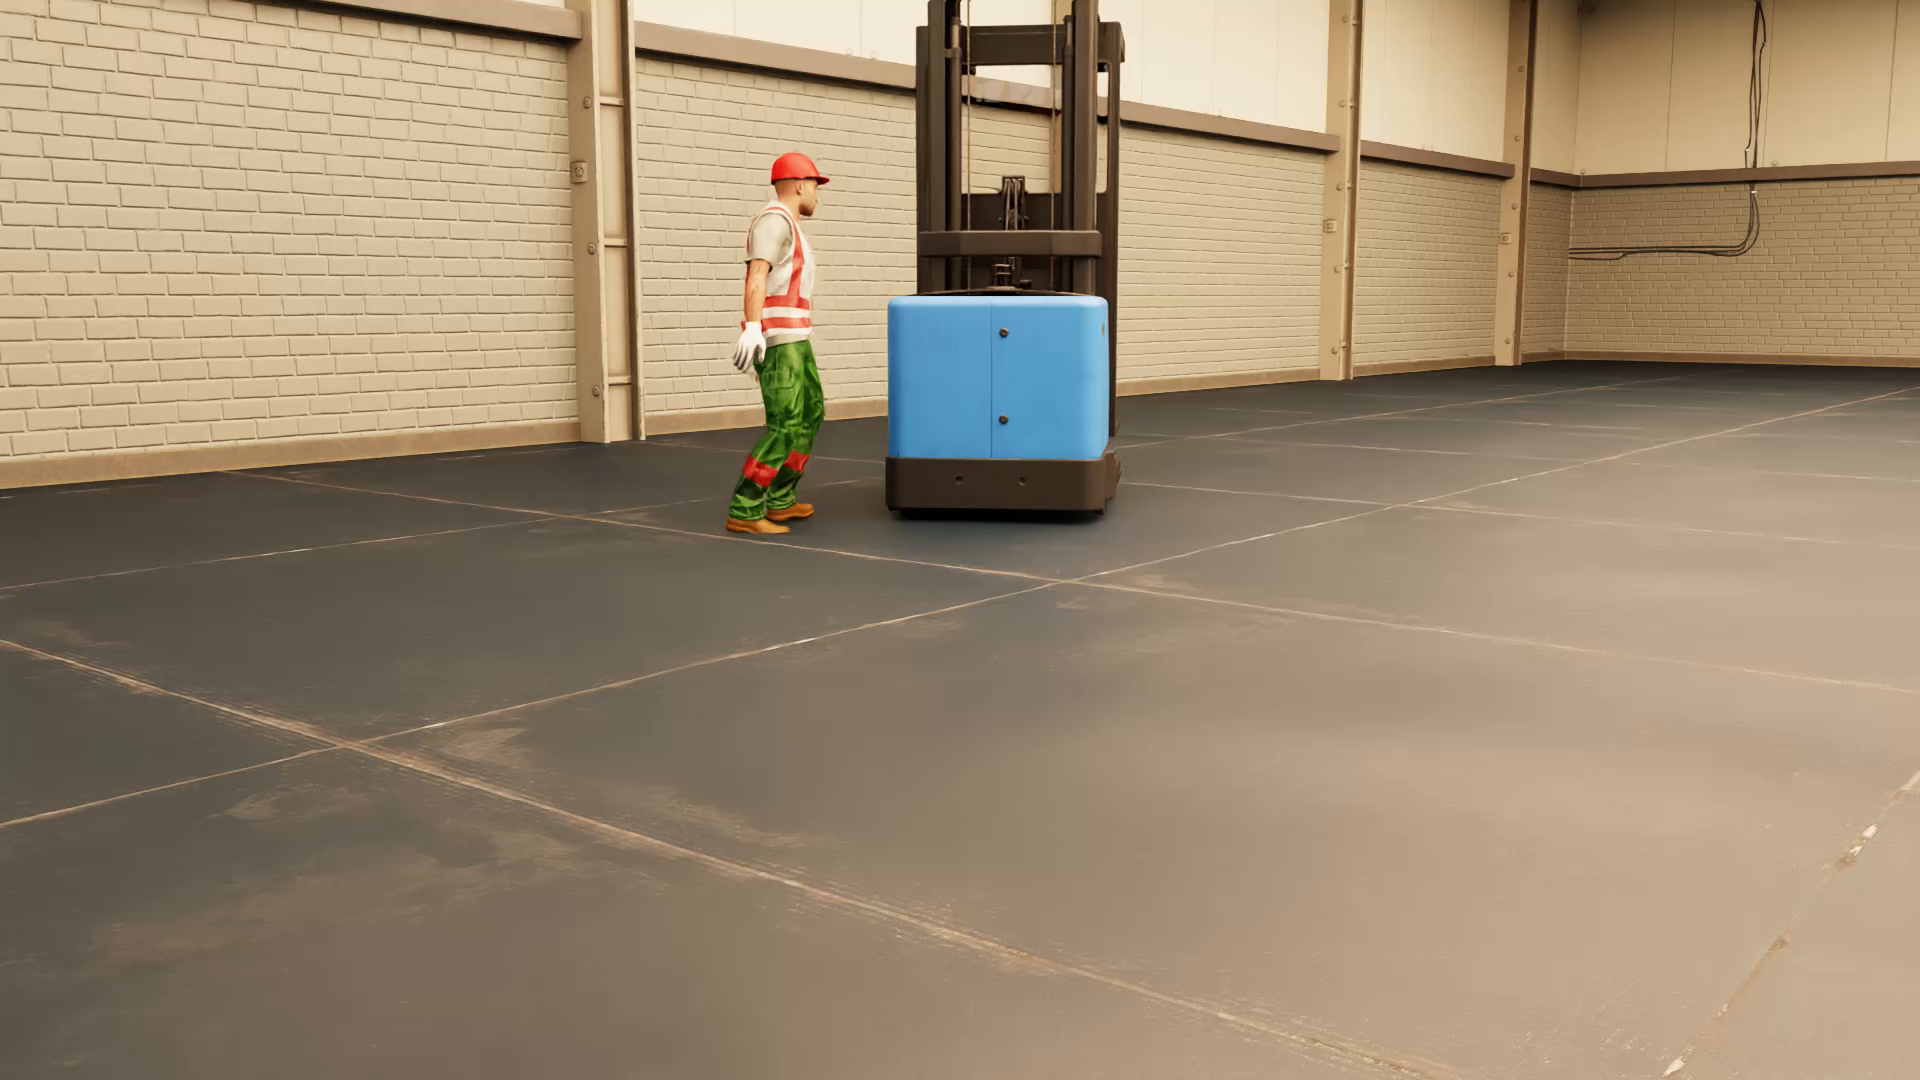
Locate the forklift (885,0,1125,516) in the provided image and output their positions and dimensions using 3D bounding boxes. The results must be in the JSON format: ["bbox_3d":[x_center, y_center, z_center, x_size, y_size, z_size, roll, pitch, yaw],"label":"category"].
[{"bbox_3d":[0.340,-1.743,9.193,1.130,2.935,3.031,1,8,7],"label":"forklift"}]

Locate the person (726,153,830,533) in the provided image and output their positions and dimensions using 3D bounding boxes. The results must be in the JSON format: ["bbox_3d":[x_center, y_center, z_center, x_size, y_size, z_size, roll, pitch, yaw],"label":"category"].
[{"bbox_3d":[-0.841,-0.900,7.679,0.464,1.750,0.887,0,8,3],"label":"person"}]
